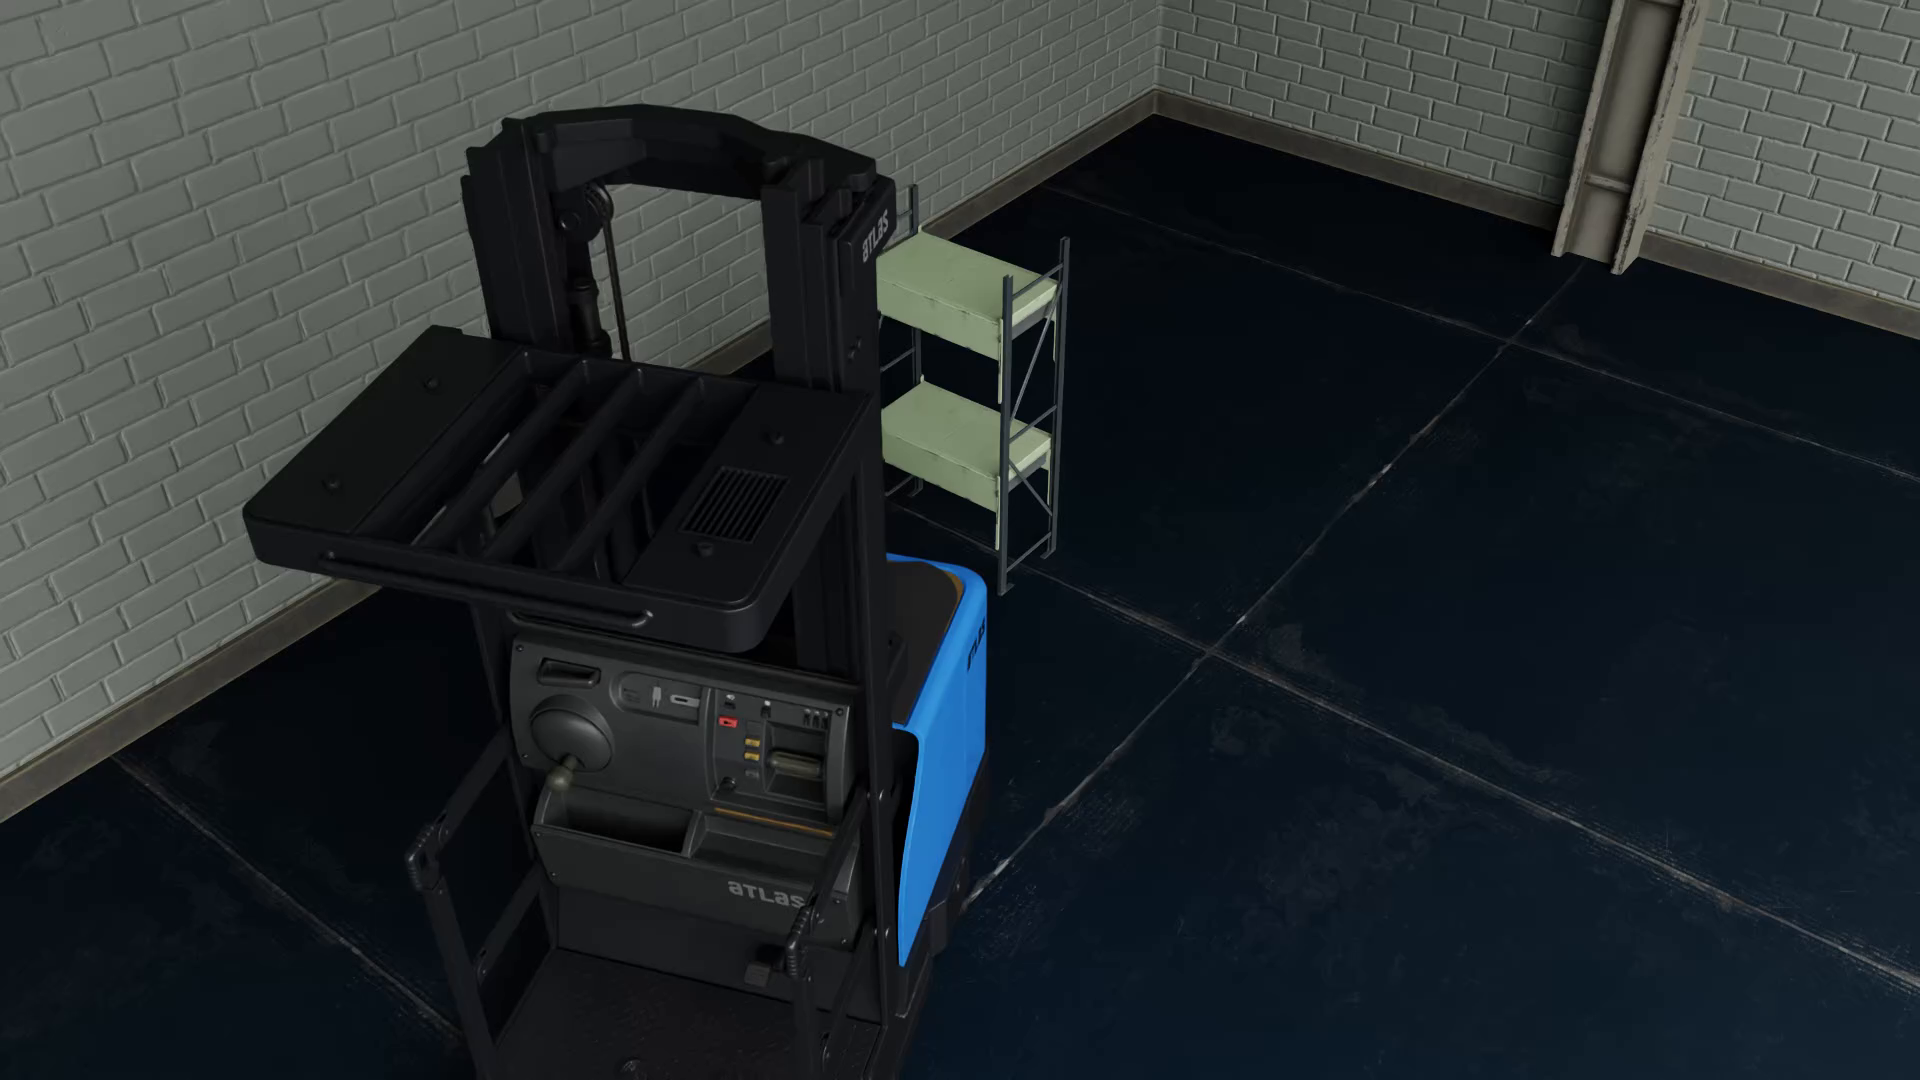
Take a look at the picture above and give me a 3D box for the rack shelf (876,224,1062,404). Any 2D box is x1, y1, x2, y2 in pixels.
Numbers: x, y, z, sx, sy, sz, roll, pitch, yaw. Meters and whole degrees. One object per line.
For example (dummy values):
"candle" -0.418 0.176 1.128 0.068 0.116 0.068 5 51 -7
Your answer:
"rack shelf" -0.005 -0.900 6.550 0.720 0.370 0.431 25 45 29

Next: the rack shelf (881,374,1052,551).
"rack shelf" -0.005 -0.336 6.992 0.720 0.370 0.431 25 45 29

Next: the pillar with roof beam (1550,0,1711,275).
"pillar with roof beam" 0.931 -3.033 3.825 0.400 9.000 9.100 25 45 29

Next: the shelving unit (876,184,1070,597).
"shelving unit" -0.005 -0.593 6.791 0.755 1.500 0.431 25 45 29

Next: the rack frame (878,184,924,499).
"rack frame" -0.296 -0.730 6.966 0.023 1.500 0.400 25 45 29

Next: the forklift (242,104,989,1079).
"forklift" -0.786 0.580 4.132 1.130 2.935 3.031 10 39 12

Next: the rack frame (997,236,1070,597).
"rack frame" 0.285 -0.456 6.616 0.023 1.500 0.400 25 45 29
